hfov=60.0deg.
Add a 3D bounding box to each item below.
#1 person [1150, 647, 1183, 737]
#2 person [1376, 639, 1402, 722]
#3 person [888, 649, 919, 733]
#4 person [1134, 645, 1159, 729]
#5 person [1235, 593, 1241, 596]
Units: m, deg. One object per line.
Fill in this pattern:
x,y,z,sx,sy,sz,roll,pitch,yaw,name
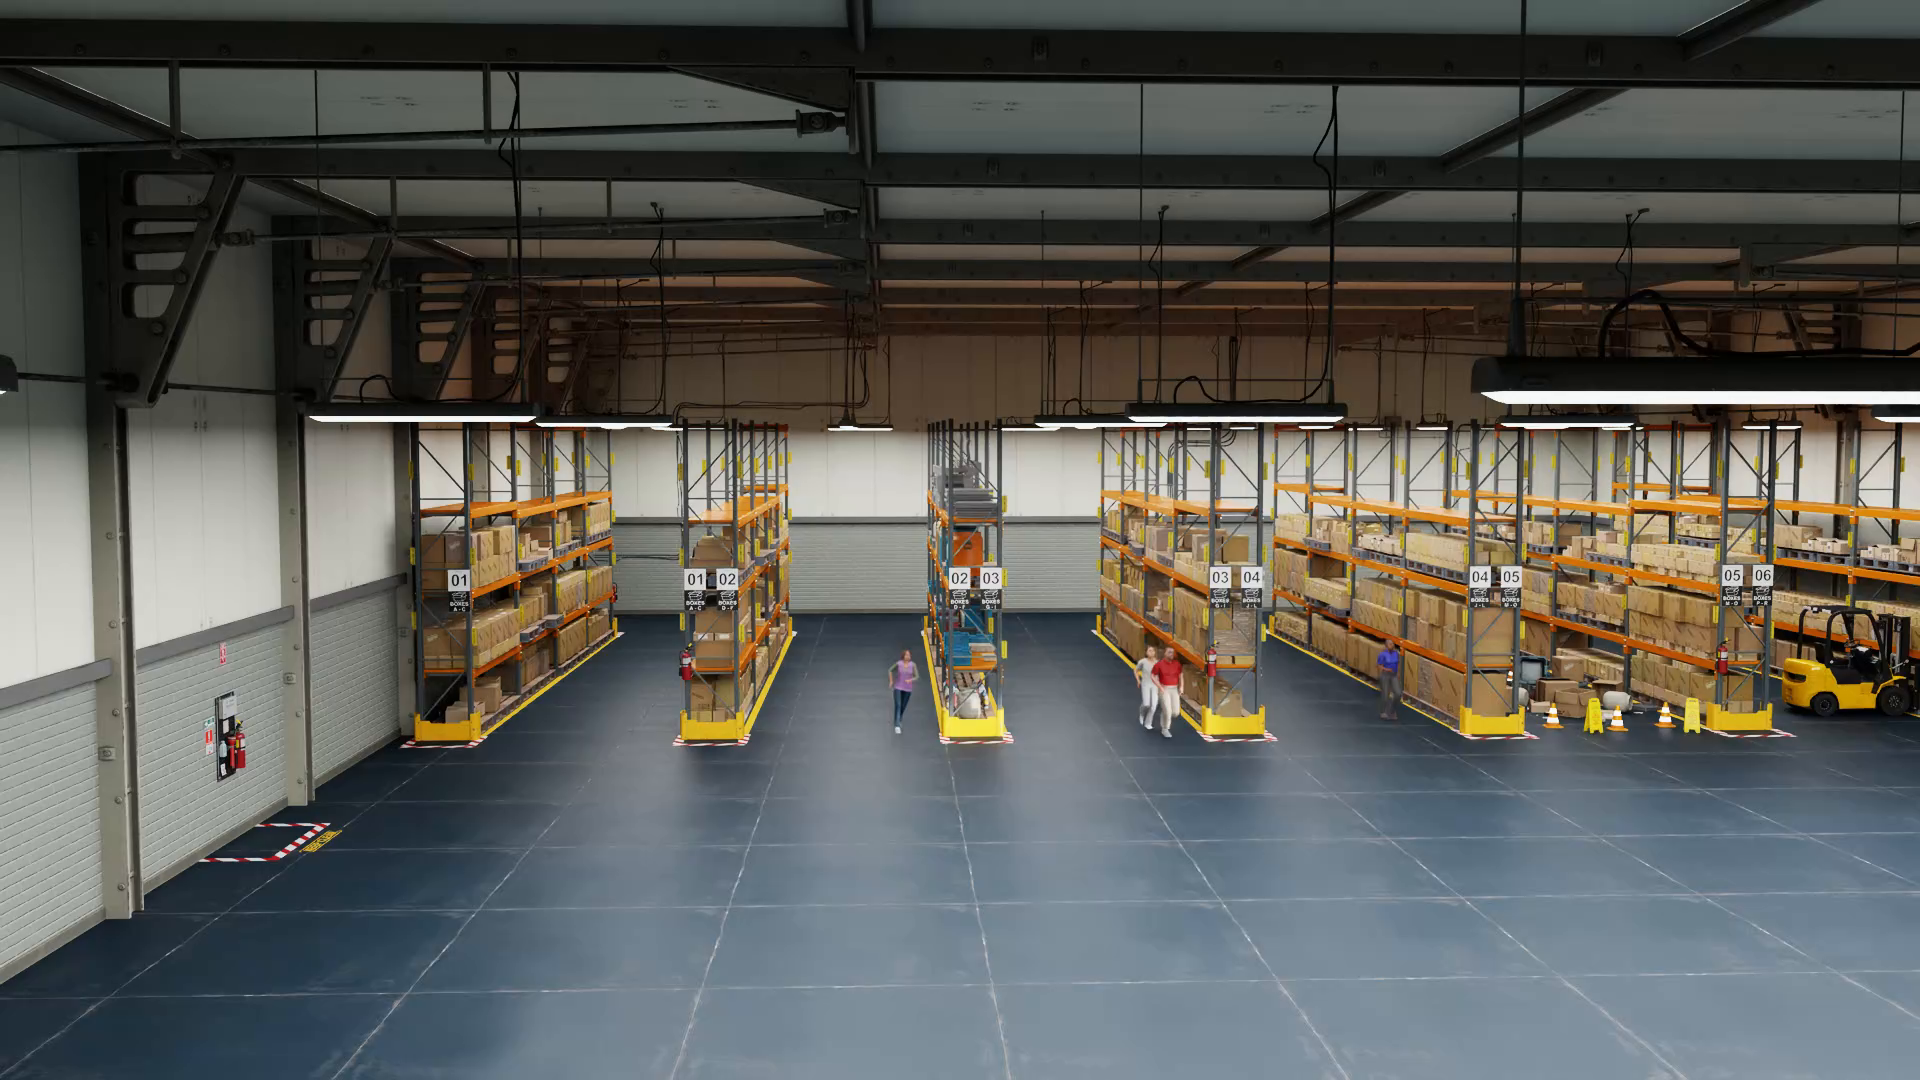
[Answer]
3.933,2.868,31.632,0.690,1.678,0.632,-1,4,-19,person
8.547,2.790,33.080,0.564,1.660,0.675,-1,4,-9,person
-1.068,2.860,31.805,0.569,1.550,0.930,-1,4,-10,person
3.667,2.849,32.167,0.542,1.619,0.520,0,4,-5,person
7.706,1.862,46.874,0.759,1.791,0.683,1,4,10,person
